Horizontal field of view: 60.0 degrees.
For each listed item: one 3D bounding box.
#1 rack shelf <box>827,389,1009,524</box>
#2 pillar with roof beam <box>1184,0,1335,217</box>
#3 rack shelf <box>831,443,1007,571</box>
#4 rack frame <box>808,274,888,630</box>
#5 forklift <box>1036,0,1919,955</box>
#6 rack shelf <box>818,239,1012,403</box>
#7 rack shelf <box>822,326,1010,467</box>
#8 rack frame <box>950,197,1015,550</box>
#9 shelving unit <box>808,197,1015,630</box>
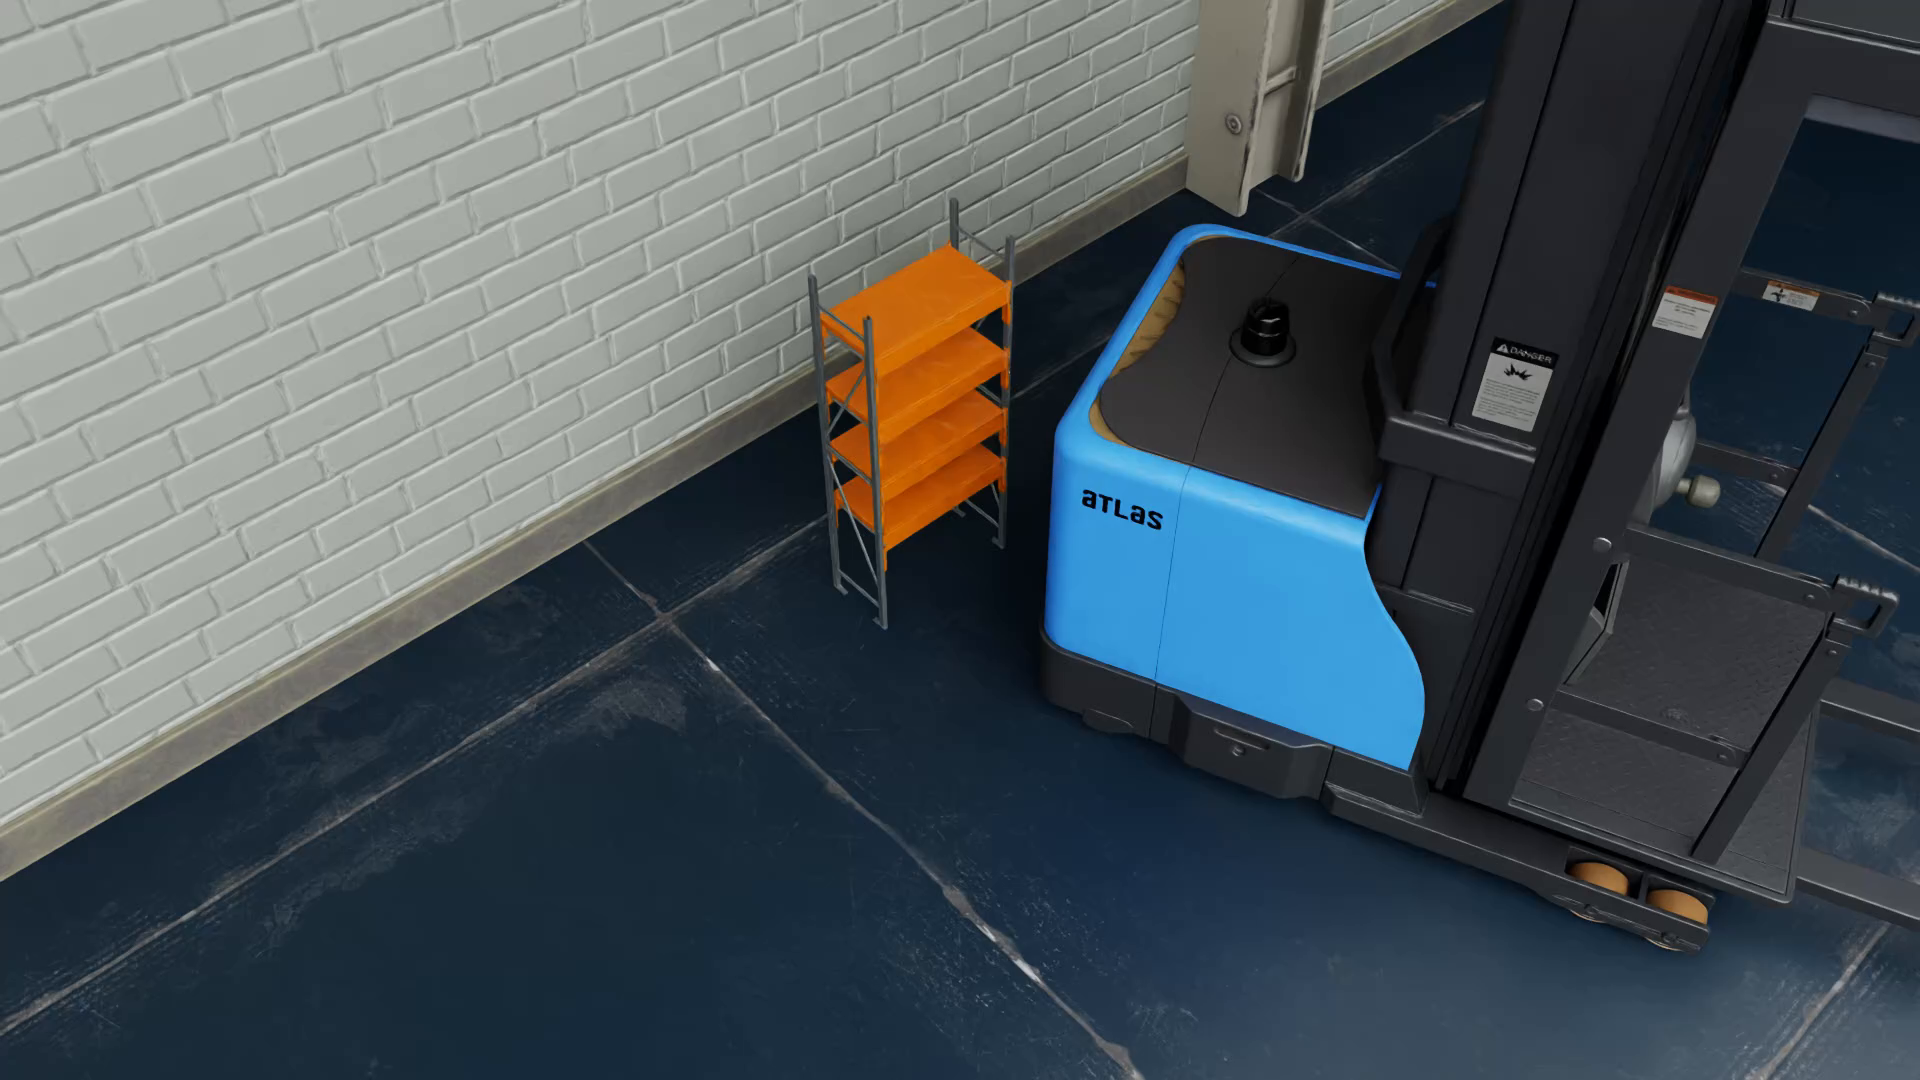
[{"bbox_3d":[-0.122,-0.279,4.783,0.480,0.148,0.258,-34,56,-27],"label":"rack shelf"},{"bbox_3d":[4.006,-2.131,1.093,0.400,9.000,9.100,-34,56,-27],"label":"pillar with roof beam"},{"bbox_3d":[-0.122,-0.145,4.929,0.480,0.148,0.258,-34,56,-27],"label":"rack shelf"},{"bbox_3d":[-0.303,-0.204,4.622,0.015,1.200,0.240,-34,56,-27],"label":"rack frame"},{"bbox_3d":[1.777,-0.390,3.615,3.031,2.935,1.130,19,50,17],"label":"forklift"},{"bbox_3d":[-0.122,-0.591,4.445,0.480,0.148,0.258,-34,56,-27],"label":"rack shelf"},{"bbox_3d":[-0.122,-0.431,4.619,0.480,0.148,0.258,-34,56,-27],"label":"rack shelf"},{"bbox_3d":[0.058,-0.446,4.845,0.015,1.200,0.240,-34,56,-27],"label":"rack frame"},{"bbox_3d":[-0.122,-0.325,4.733,0.503,1.200,0.258,-34,56,-27],"label":"shelving unit"}]
